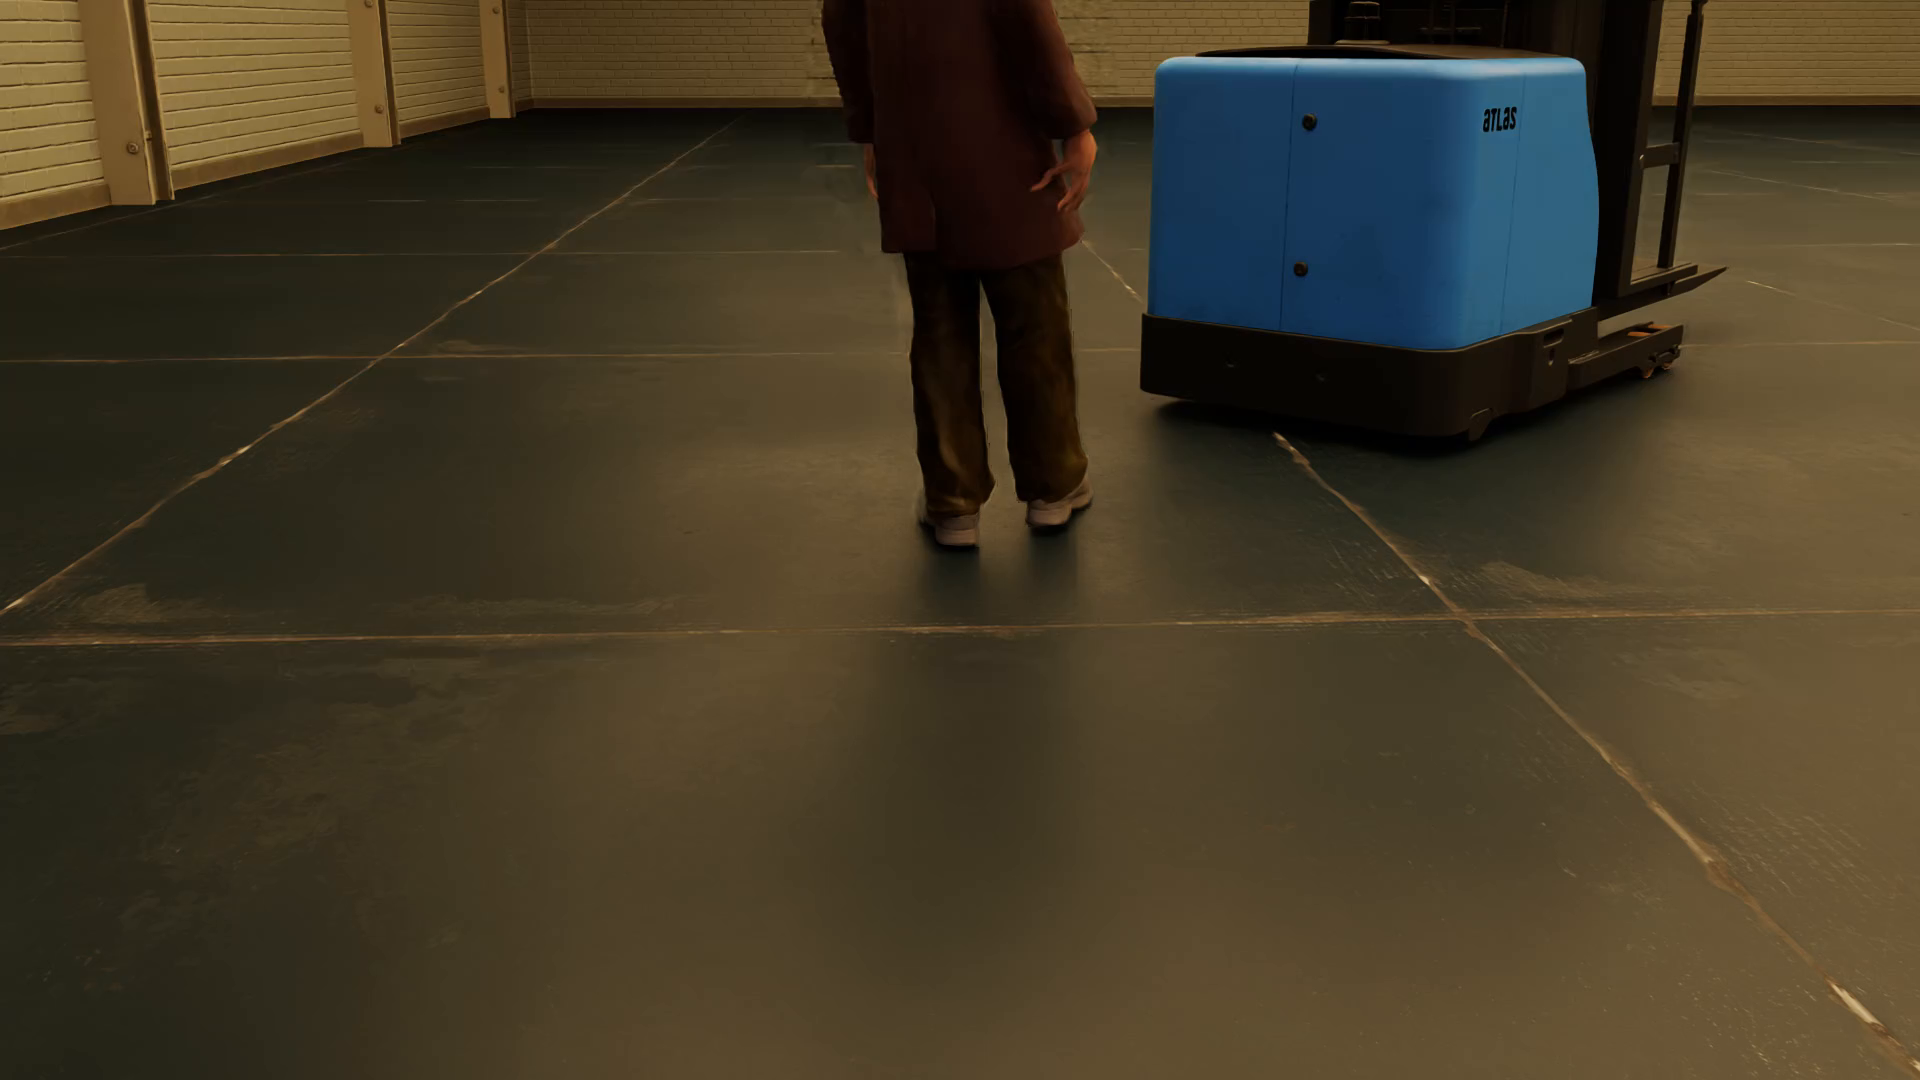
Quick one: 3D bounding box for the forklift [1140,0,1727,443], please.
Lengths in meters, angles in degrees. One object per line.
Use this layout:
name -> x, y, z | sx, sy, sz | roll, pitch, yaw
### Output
forklift -> 1.906, -2.040, 5.577 | 1.130, 2.935, 3.031 | 14, 22, 38

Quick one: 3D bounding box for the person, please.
person -> 0.092, -0.886, 3.763 | 0.697, 1.778, 0.669 | 14, 22, 39
